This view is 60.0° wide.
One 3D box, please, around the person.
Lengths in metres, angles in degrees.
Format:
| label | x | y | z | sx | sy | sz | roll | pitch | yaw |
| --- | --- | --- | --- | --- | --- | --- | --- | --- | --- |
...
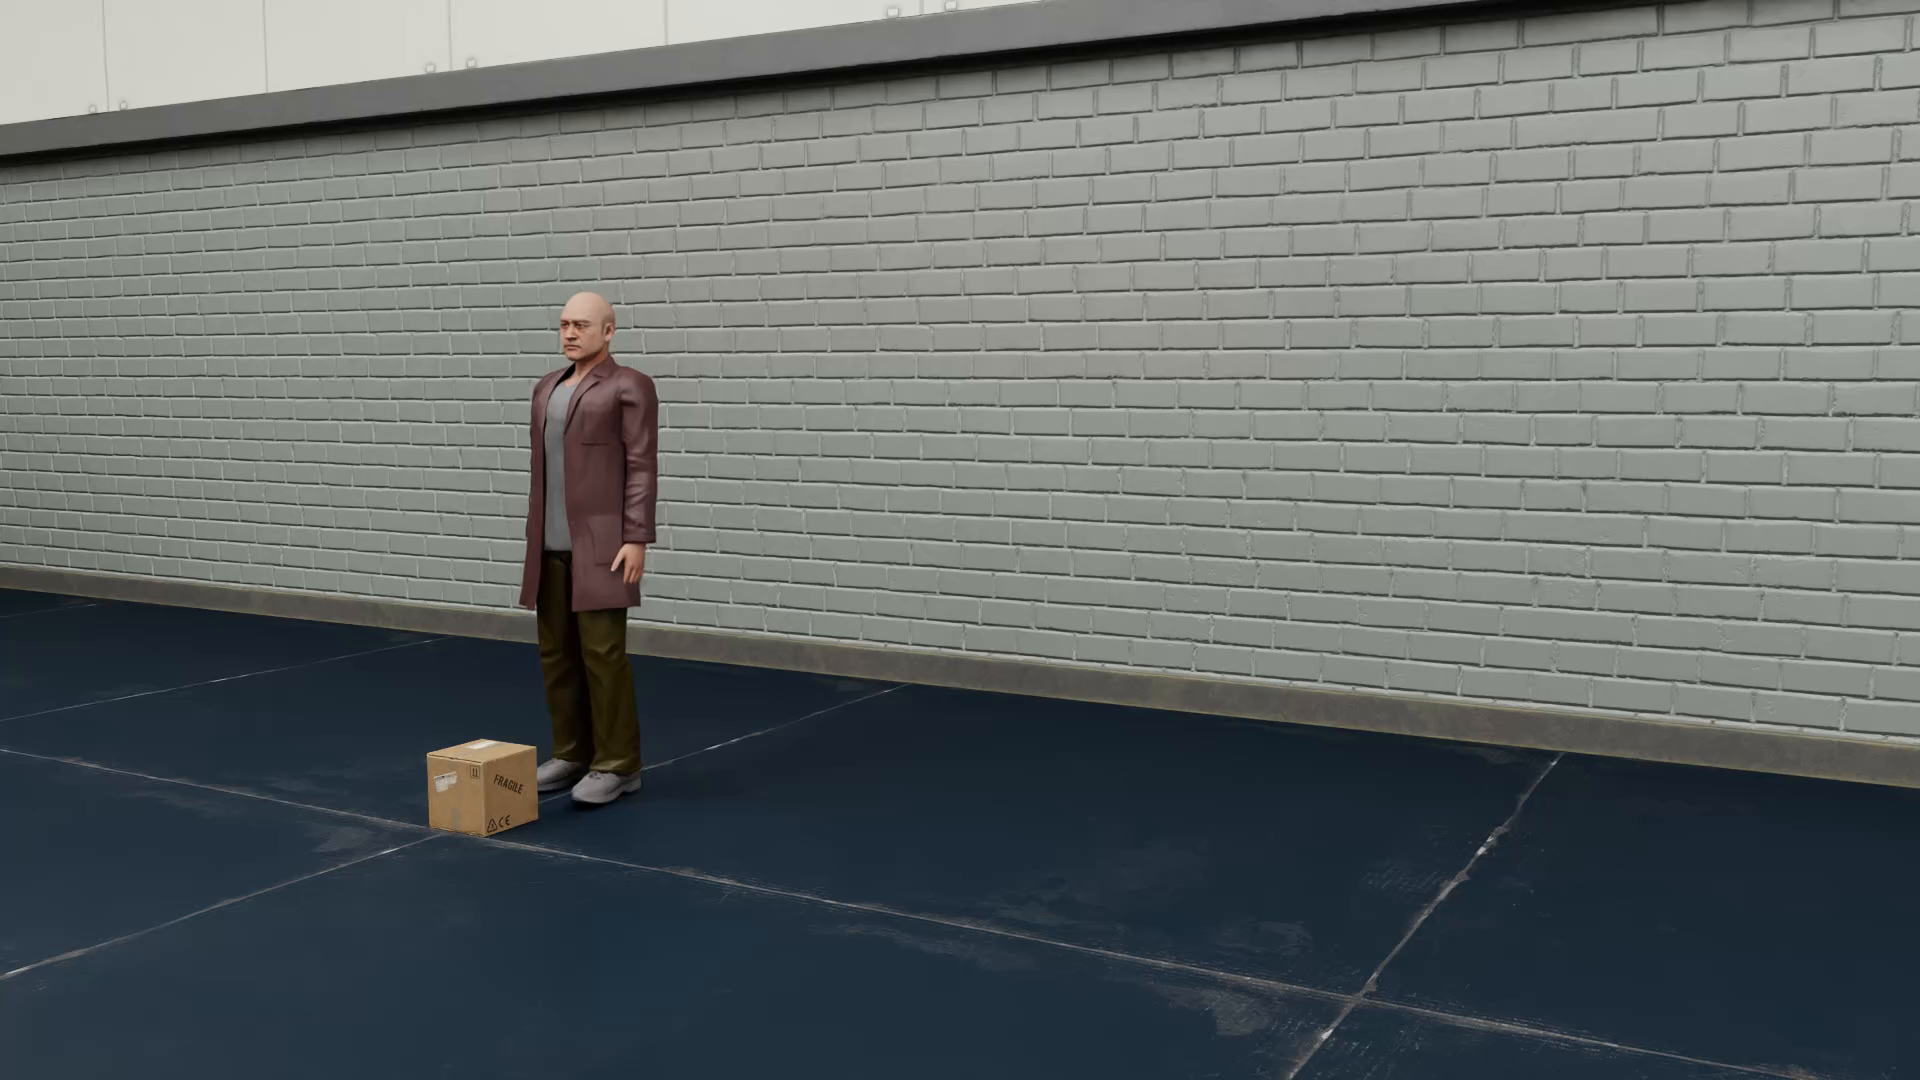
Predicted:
| label | x | y | z | sx | sy | sz | roll | pitch | yaw |
| --- | --- | --- | --- | --- | --- | --- | --- | --- | --- |
| person | -1.333 | 0.019 | 5.867 | 0.574 | 1.776 | 0.428 | 3 | 7 | 30 |
